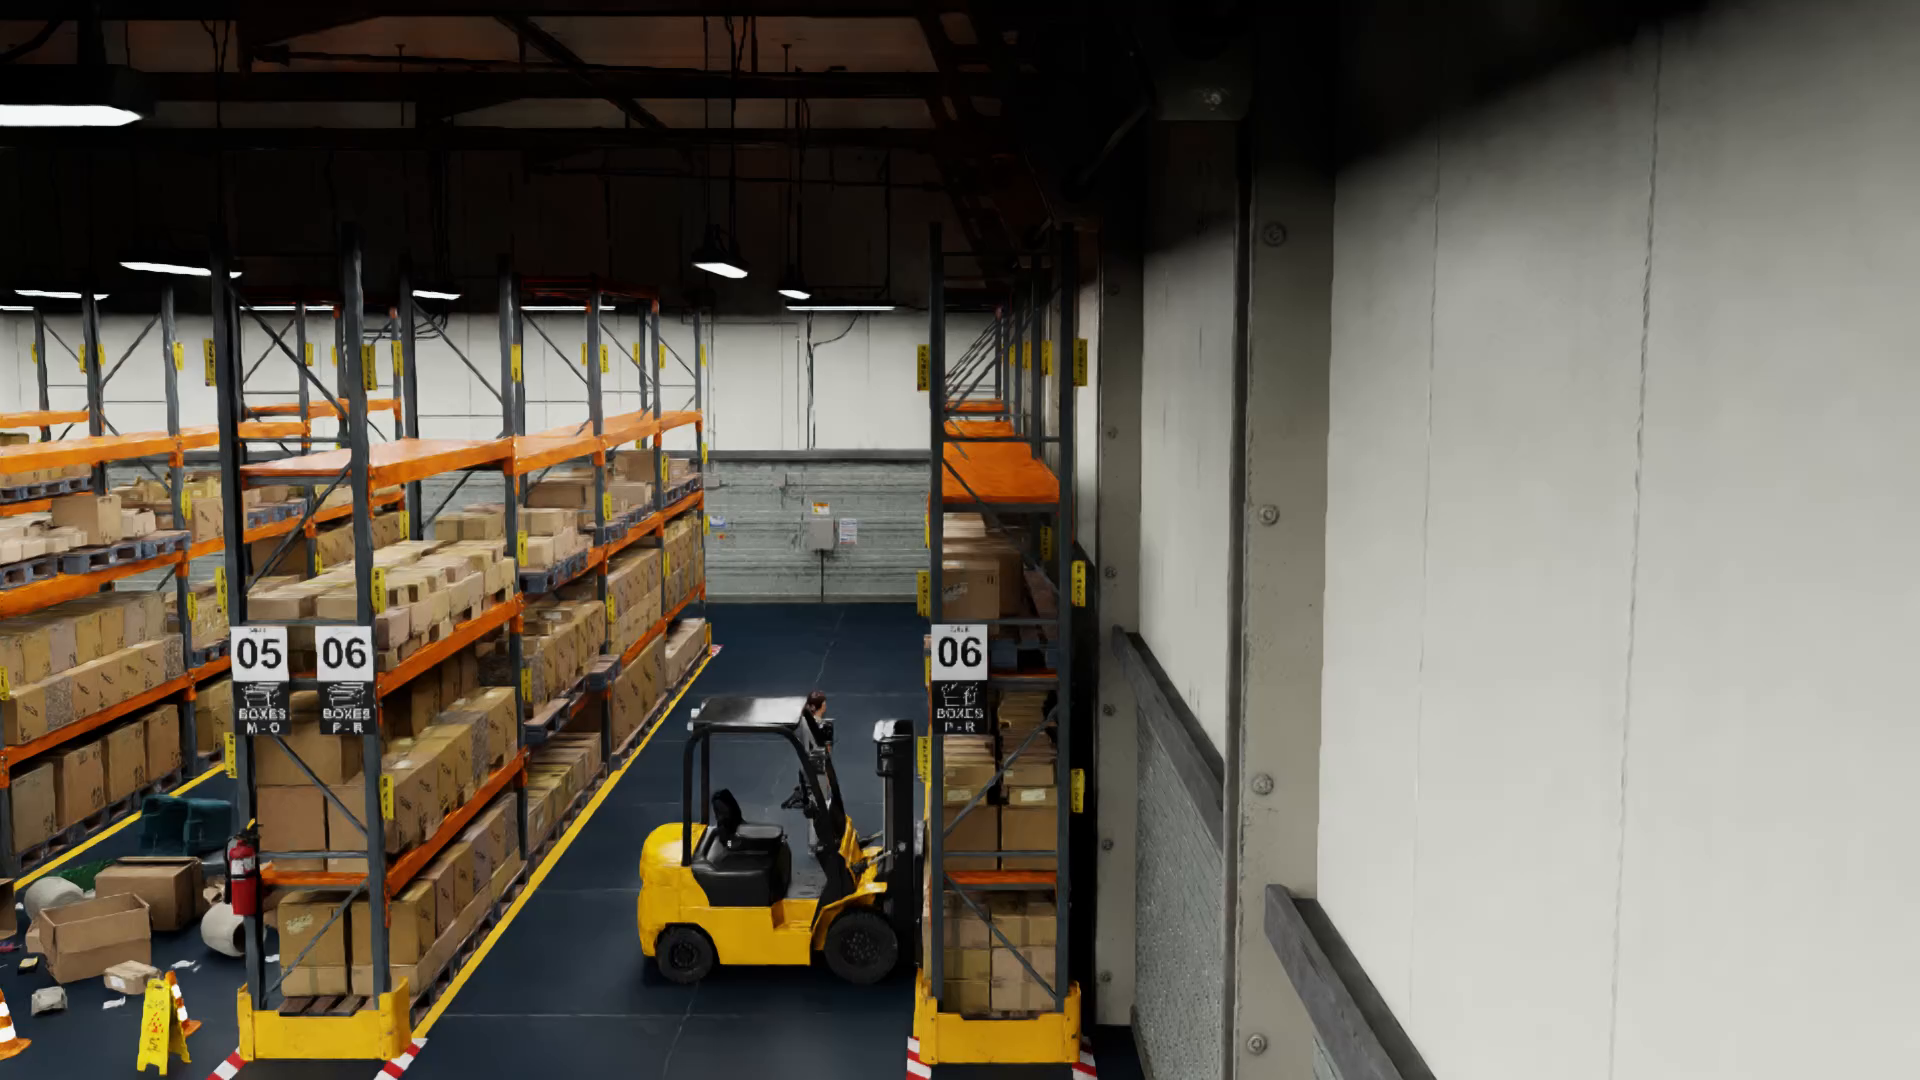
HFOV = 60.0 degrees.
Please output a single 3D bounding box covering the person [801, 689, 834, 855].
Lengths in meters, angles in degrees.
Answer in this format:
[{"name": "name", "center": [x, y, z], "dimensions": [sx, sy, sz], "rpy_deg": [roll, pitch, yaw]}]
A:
[{"name": "person", "center": [-1.415, 2.349, 16.960], "dimensions": [0.432, 1.677, 0.496], "rpy_deg": [-4, 8, -31]}]
